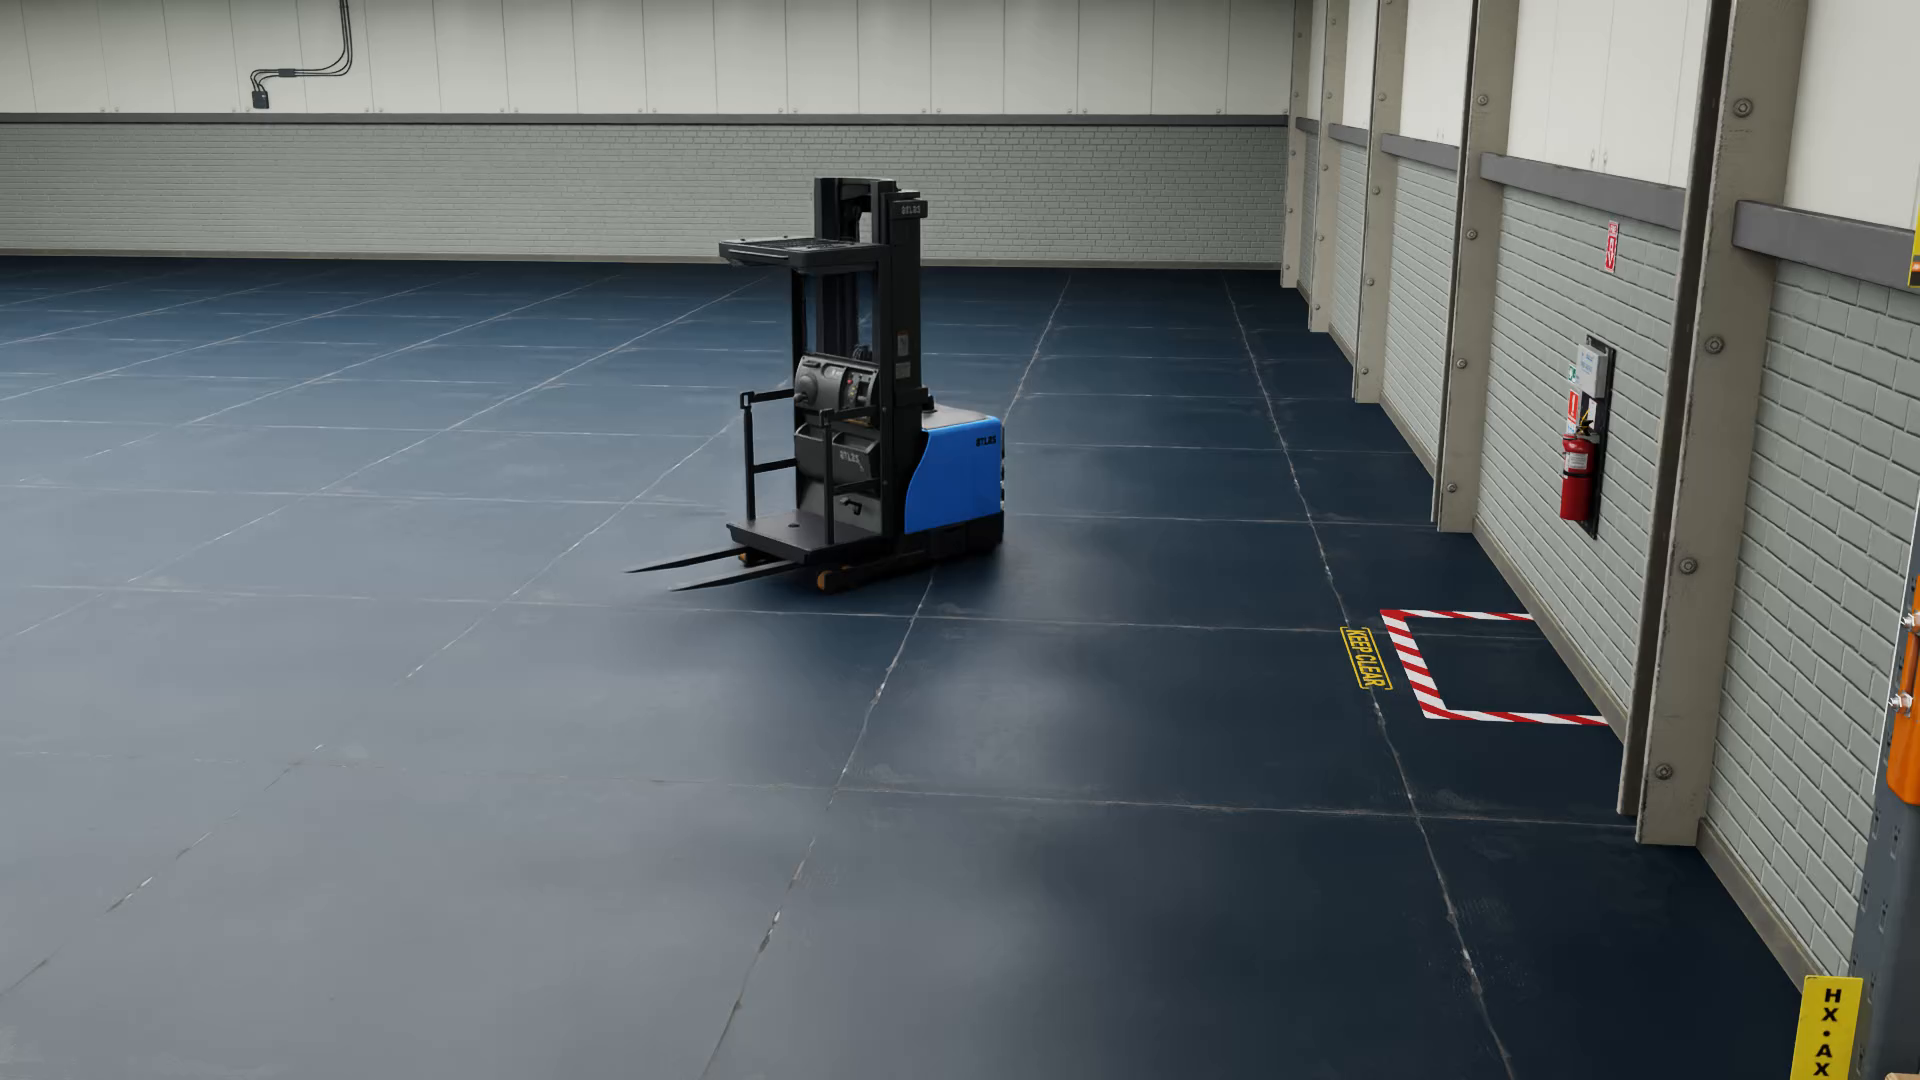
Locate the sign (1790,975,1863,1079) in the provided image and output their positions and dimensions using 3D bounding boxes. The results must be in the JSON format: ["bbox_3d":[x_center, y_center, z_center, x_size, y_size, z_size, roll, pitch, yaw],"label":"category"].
[{"bbox_3d":[1.505,0.908,2.898,0.100,0.325,0.005,2,15,6],"label":"sign"}]

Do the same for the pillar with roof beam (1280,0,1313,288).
[{"bbox_3d":[1.933,-9.254,30.647,9.100,9.000,0.400,2,15,6],"label":"pillar with roof beam"}]

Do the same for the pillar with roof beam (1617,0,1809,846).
[{"bbox_3d":[-0.775,-3.030,7.627,9.100,9.000,0.400,2,15,6],"label":"pillar with roof beam"}]

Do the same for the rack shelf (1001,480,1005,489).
[{"bbox_3d":[0.223,-0.443,13.705,0.258,0.077,0.200,4,16,15],"label":"rack shelf"}]

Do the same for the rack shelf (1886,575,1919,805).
[{"bbox_3d":[1.819,0.760,0.736,1.077,0.370,4.000,2,15,6],"label":"rack shelf"}]

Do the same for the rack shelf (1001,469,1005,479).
[{"bbox_3d":[0.223,-0.530,13.682,0.258,0.077,0.200,4,16,15],"label":"rack shelf"}]

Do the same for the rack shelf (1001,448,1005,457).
[{"bbox_3d":[0.223,-0.704,13.635,0.258,0.077,0.200,4,16,15],"label":"rack shelf"}]

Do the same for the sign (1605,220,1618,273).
[{"bbox_3d":[3.919,-1.765,10.002,0.001,0.298,0.199,2,15,6],"label":"sign"}]

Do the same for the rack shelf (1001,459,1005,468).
[{"bbox_3d":[0.223,-0.617,13.659,0.258,0.077,0.200,4,16,15],"label":"rack shelf"}]

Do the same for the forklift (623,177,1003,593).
[{"bbox_3d":[-1.090,-1.180,12.409,3.031,2.935,1.130,-13,20,-40],"label":"forklift"}]

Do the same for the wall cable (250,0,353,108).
[{"bbox_3d":[-14.011,-12.139,34.798,2.305,6.003,0.169,2,15,6],"label":"wall cable"}]

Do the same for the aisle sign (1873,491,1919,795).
[{"bbox_3d":[1.755,0.060,2.715,0.394,0.787,0.004,2,15,6],"label":"aisle sign"}]

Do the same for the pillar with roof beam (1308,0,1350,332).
[{"bbox_3d":[1.256,-7.698,24.892,9.100,9.000,0.400,2,15,6],"label":"pillar with roof beam"}]

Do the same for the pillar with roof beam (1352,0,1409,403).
[{"bbox_3d":[0.579,-6.142,19.137,9.100,9.000,0.400,2,15,6],"label":"pillar with roof beam"}]

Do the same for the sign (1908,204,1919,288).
[{"bbox_3d":[1.505,-0.544,2.506,0.100,0.325,0.005,2,15,6],"label":"sign"}]

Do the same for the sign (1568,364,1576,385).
[{"bbox_3d":[3.974,-1.059,10.750,0.001,0.109,0.331,2,15,6],"label":"sign"}]

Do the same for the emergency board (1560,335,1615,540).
[{"bbox_3d":[3.819,-0.647,10.308,0.194,1.169,0.643,2,15,6],"label":"emergency board"}]

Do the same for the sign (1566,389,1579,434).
[{"bbox_3d":[3.984,-0.804,10.822,0.001,0.329,0.234,2,15,6],"label":"sign"}]

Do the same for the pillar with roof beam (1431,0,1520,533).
[{"bbox_3d":[-0.098,-4.586,13.382,9.100,9.000,0.400,2,15,6],"label":"pillar with roof beam"}]

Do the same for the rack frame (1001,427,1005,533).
[{"bbox_3d":[0.251,-0.501,13.791,0.240,0.900,0.006,4,16,15],"label":"rack frame"}]

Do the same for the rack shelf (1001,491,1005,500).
[{"bbox_3d":[0.223,-0.357,13.729,0.258,0.077,0.200,4,16,15],"label":"rack shelf"}]

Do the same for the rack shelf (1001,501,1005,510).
[{"bbox_3d":[0.223,-0.270,13.752,0.258,0.077,0.200,4,16,15],"label":"rack shelf"}]

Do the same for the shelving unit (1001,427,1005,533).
[{"bbox_3d":[0.223,-0.476,13.697,0.258,0.900,0.210,4,16,15],"label":"shelving unit"}]

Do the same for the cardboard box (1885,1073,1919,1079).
[{"bbox_3d":[1.692,1.158,2.446,0.500,0.500,0.500,2,15,6],"label":"cardboard box"}]
